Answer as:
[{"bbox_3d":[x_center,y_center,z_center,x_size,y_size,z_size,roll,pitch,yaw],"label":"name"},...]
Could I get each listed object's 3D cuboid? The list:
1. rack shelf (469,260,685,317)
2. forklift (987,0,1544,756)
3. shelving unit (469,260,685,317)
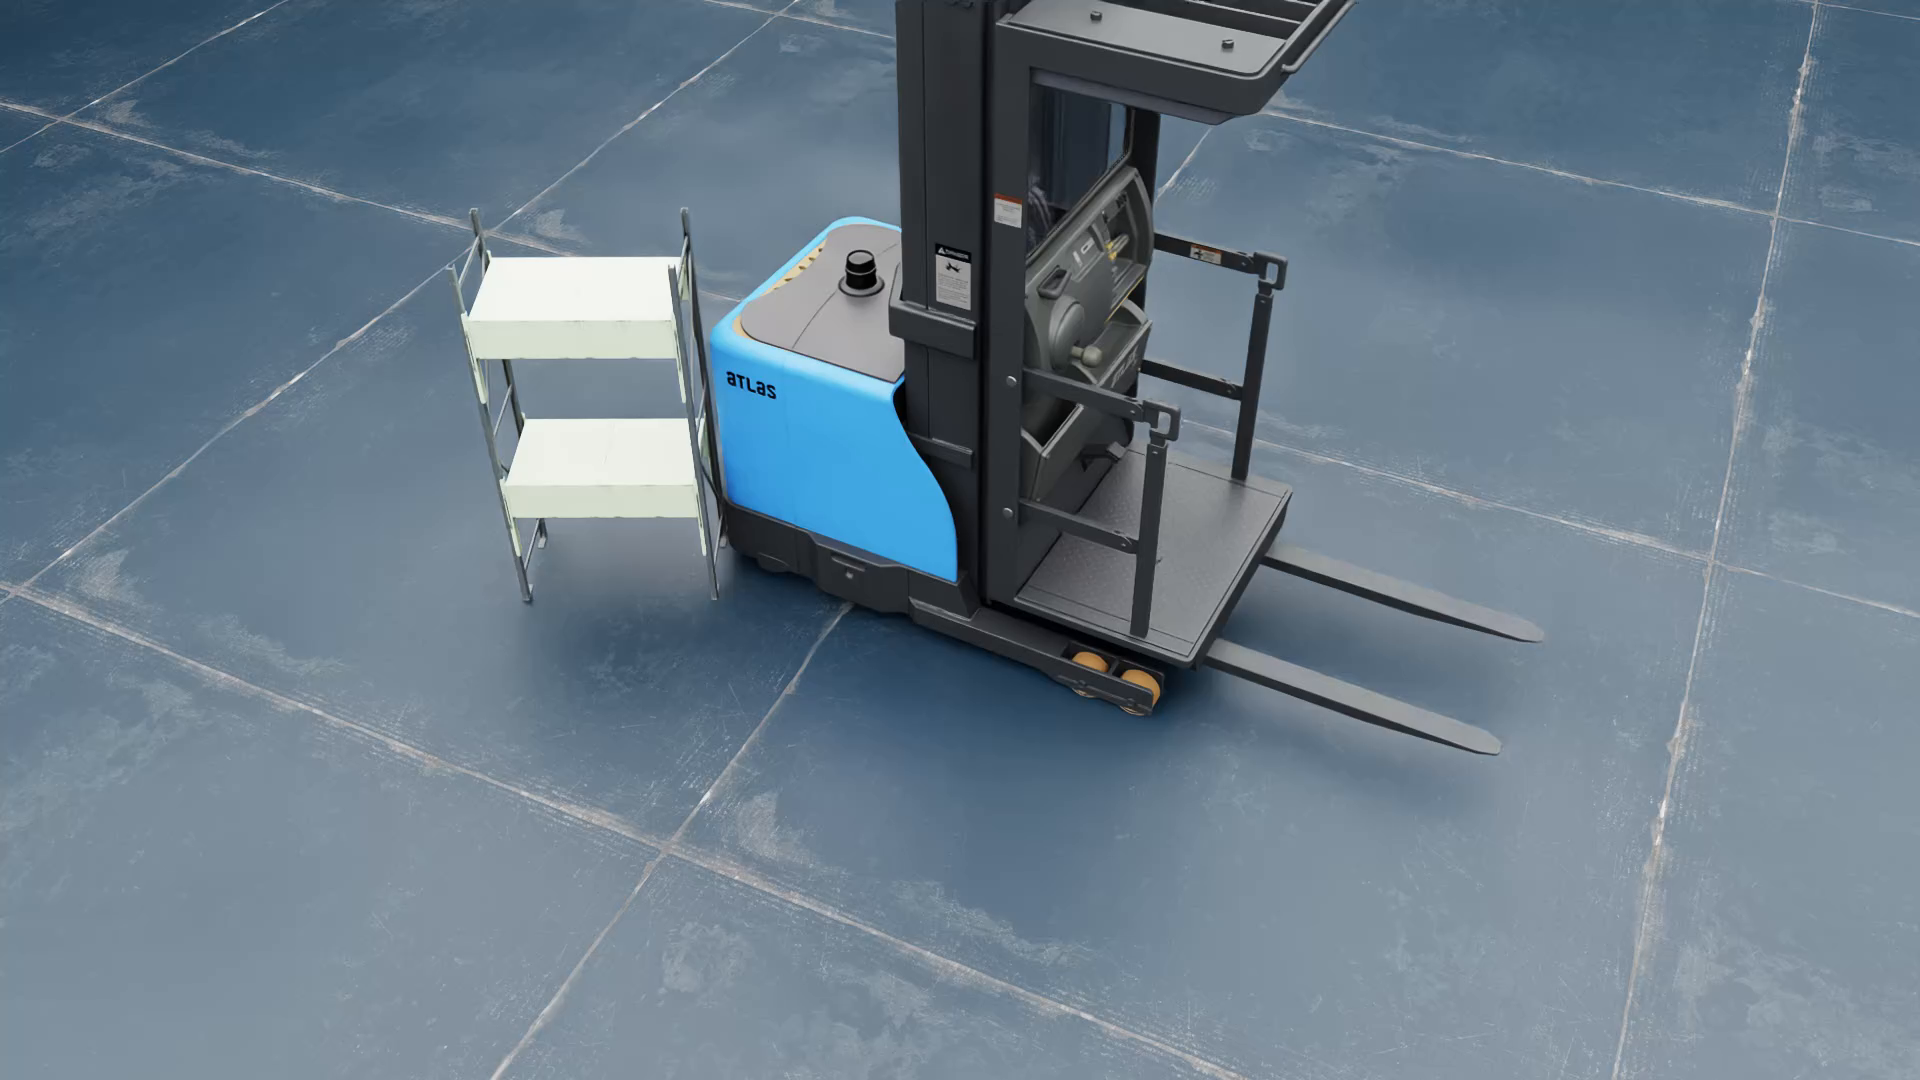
[{"bbox_3d":[-1.324,-0.856,5.793,0.686,0.052,0.368,0,41,0],"label":"rack shelf"},{"bbox_3d":[1.003,-0.666,5.432,2.170,2.733,1.118,19,44,21],"label":"forklift"},{"bbox_3d":[-1.324,-0.856,5.793,0.686,0.052,0.368,0,41,0],"label":"shelving unit"}]
